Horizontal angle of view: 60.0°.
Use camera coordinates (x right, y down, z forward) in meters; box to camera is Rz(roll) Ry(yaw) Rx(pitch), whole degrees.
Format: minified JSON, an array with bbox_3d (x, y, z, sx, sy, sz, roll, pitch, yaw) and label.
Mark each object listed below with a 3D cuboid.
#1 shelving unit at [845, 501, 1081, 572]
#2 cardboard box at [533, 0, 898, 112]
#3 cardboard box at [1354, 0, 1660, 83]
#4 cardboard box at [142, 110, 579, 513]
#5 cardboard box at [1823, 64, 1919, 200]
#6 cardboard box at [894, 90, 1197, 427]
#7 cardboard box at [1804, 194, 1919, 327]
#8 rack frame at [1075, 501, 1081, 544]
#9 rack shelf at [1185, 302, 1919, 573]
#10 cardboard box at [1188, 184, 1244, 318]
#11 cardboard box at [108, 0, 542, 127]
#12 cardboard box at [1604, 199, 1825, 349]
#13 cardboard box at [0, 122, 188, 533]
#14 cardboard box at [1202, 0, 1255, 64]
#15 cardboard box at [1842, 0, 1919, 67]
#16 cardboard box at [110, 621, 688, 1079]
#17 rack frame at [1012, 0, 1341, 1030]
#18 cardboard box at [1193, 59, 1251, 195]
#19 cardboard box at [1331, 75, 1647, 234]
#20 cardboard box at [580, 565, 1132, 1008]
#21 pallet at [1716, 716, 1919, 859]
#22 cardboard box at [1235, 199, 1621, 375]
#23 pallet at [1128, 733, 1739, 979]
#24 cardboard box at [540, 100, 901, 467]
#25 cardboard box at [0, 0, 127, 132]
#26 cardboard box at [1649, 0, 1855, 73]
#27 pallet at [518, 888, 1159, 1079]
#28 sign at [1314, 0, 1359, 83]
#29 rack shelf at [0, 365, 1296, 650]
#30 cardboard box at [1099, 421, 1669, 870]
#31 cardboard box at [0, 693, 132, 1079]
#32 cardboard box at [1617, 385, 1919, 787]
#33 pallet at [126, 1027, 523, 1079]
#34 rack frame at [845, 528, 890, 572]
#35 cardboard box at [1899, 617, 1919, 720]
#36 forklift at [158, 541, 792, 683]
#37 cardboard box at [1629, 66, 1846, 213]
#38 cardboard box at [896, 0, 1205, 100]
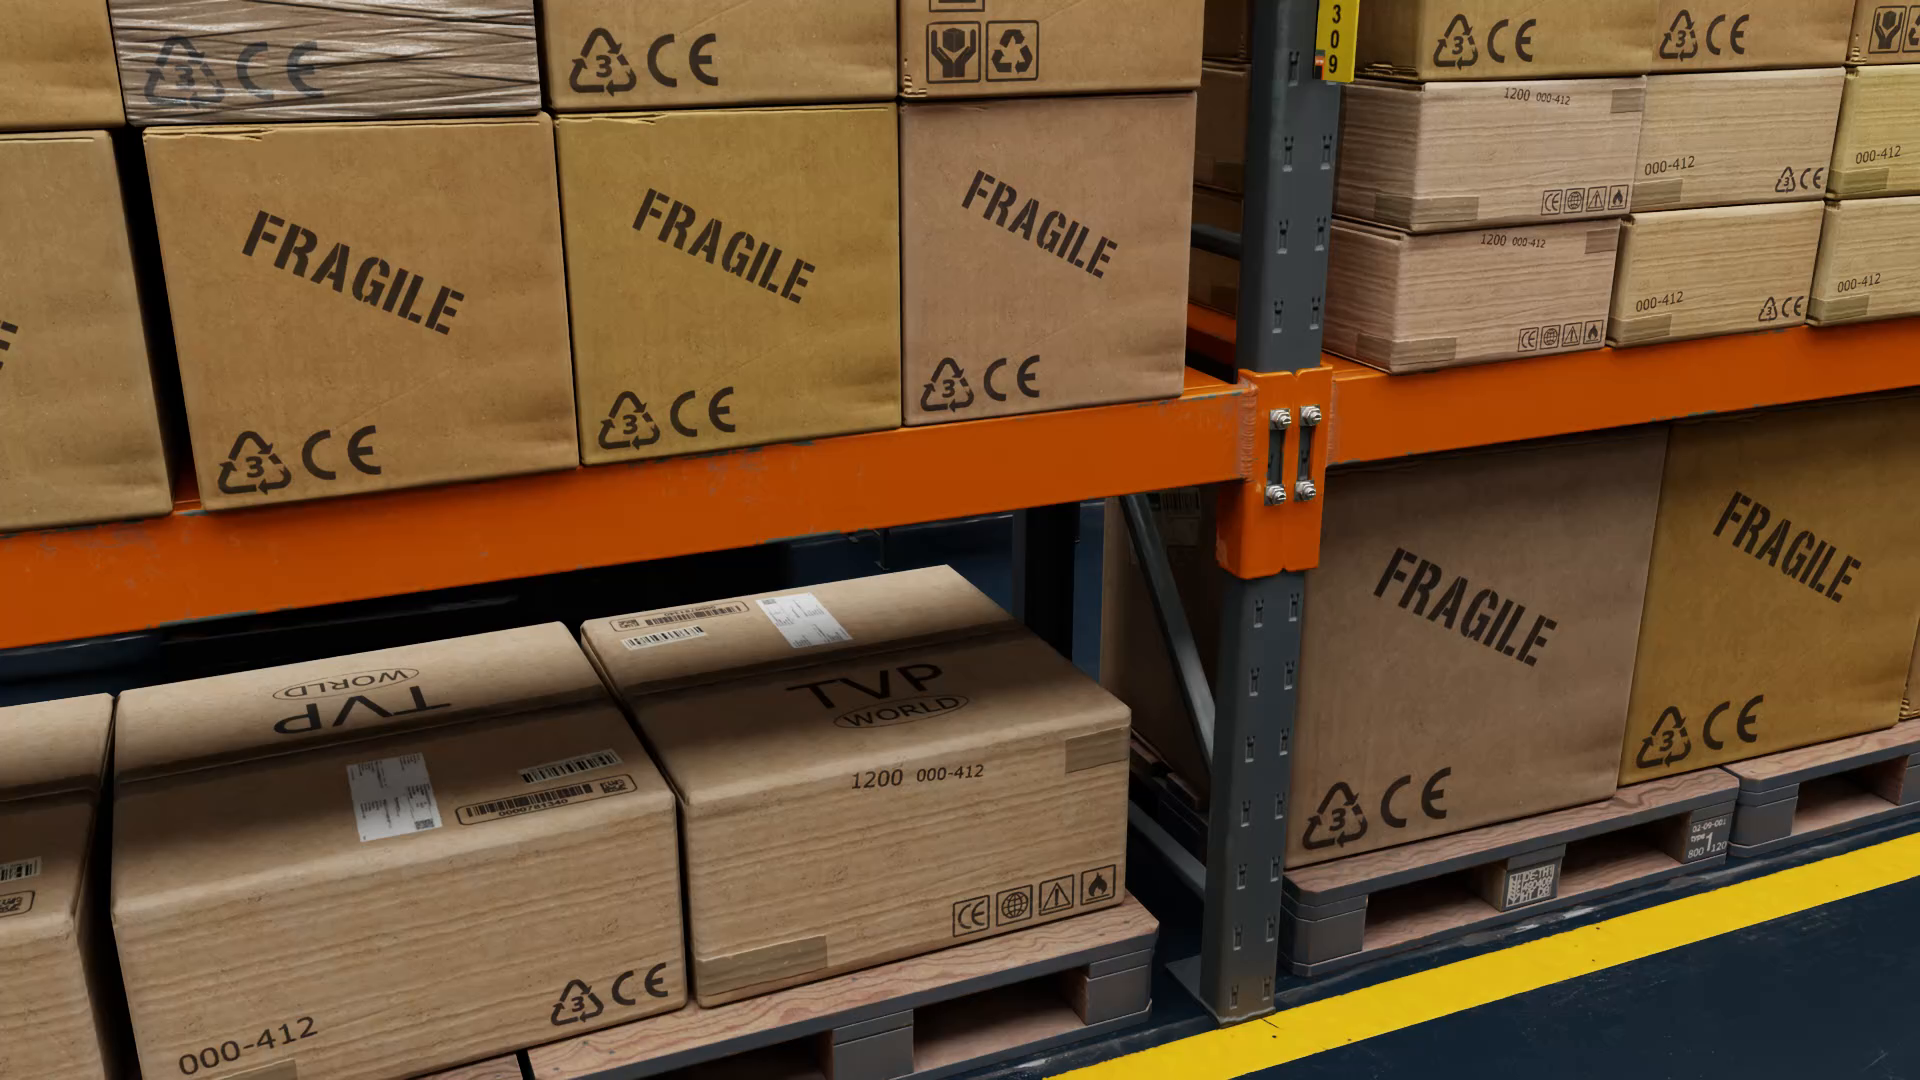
[{"bbox_3d":[0.006,-0.708,5.775,0.755,1.500,0.431,-8,21,-22],"label":"shelving unit"},{"bbox_3d":[-0.419,-0.918,2.457,0.500,0.500,0.500,-8,21,-23],"label":"cardboard box"},{"bbox_3d":[0.892,-1.099,2.970,0.500,0.500,0.500,-8,21,-21],"label":"cardboard box"},{"bbox_3d":[-0.876,-0.378,2.428,0.500,0.500,0.500,-8,21,-23],"label":"cardboard box"},{"bbox_3d":[1.832,-0.882,3.484,0.500,0.250,0.500,-8,21,-21],"label":"cardboard box"},{"bbox_3d":[0.050,-0.518,2.826,0.500,0.500,0.500,-8,21,-21],"label":"cardboard box"},{"bbox_3d":[1.834,-0.647,3.570,0.500,0.250,0.500,-8,21,-22],"label":"cardboard box"},{"bbox_3d":[0.342,-0.756,5.912,0.023,1.500,0.400,-8,21,-22],"label":"rack frame"},{"bbox_3d":[2.211,-0.534,4.104,4.000,0.370,1.077,-8,21,-22],"label":"rack shelf"},{"bbox_3d":[0.687,-0.675,3.648,0.500,0.250,0.500,-9,21,-23],"label":"cardboard box"},{"bbox_3d":[-0.882,-0.848,2.258,0.500,0.500,0.500,-8,21,-21],"label":"cardboard box"},{"bbox_3d":[1.358,-0.585,3.393,0.500,0.250,0.500,-9,21,-23],"label":"cardboard box"},{"bbox_3d":[-1.363,-0.314,2.246,0.500,0.500,0.500,-7,21,-20],"label":"cardboard box"},{"bbox_3d":[0.685,-1.264,3.439,0.500,0.500,0.500,-7,21,-20],"label":"cardboard box"},{"bbox_3d":[1.810,-1.239,3.369,0.500,0.500,0.500,-9,21,-23],"label":"cardboard box"},{"bbox_3d":[-1.066,0.569,3.116,0.875,0.438,0.875,-9,21,-24],"label":"cardboard box"},{"bbox_3d":[0.374,-0.610,3.237,0.127,3.000,1.000,-8,21,-22],"label":"rack frame"},{"bbox_3d":[0.683,-0.907,3.554,0.500,0.250,0.500,-8,21,-22],"label":"cardboard box"},{"bbox_3d":[0.890,-0.747,3.099,0.500,0.250,0.500,-9,21,-23],"label":"cardboard box"},{"bbox_3d":[-0.245,0.451,3.451,0.875,0.438,0.875,-8,21,-23],"label":"cardboard box"},{"bbox_3d":[2.175,0.419,4.513,1.213,0.211,1.003,-8,21,-22],"label":"pallet"},{"bbox_3d":[0.883,-0.516,3.198,0.500,0.250,0.500,-9,21,-23],"label":"cardboard box"},{"bbox_3d":[1.053,0.581,4.054,1.213,0.211,1.003,-8,21,-22],"label":"pallet"},{"bbox_3d":[-0.420,-0.449,2.629,0.500,0.500,0.500,-9,21,-23],"label":"cardboard box"},{"bbox_3d":[-1.346,-0.785,2.078,0.500,0.500,0.500,-8,21,-22],"label":"cardboard box"},{"bbox_3d":[1.349,-1.174,3.184,0.500,0.500,0.500,-8,21,-22],"label":"cardboard box"},{"bbox_3d":[-0.355,0.782,3.484,1.213,0.211,1.003,-8,21,-22],"label":"pallet"},{"bbox_3d":[0.596,-0.886,2.600,0.005,0.325,0.100,-8,21,-22],"label":"sign"},{"bbox_3d":[-1.462,-0.007,2.610,4.000,0.370,1.077,-8,21,-22],"label":"rack shelf"},{"bbox_3d":[0.912,0.088,3.821,0.875,0.875,0.875,-7,21,-20],"label":"cardboard box"},{"bbox_3d":[-1.895,0.687,2.781,0.875,0.438,0.875,-8,21,-20],"label":"cardboard box"},{"bbox_3d":[1.738,-0.033,4.166,0.875,0.875,0.875,-8,21,-20],"label":"cardboard box"},{"bbox_3d":[-1.477,0.944,3.025,1.213,0.211,1.003,-8,21,-22],"label":"pallet"},{"bbox_3d":[-0.330,-0.660,5.639,0.023,1.500,0.400,-8,21,-22],"label":"rack frame"},{"bbox_3d":[2.560,-0.150,4.499,0.875,0.875,0.875,-8,21,-21],"label":"cardboard box"},{"bbox_3d":[-2.121,-1.152,4.879,3.031,2.935,1.130,-7,20,-18],"label":"forklift"},{"bbox_3d":[1.358,-0.824,3.318,0.500,0.250,0.500,-8,21,-21],"label":"cardboard box"},{"bbox_3d":[0.051,-0.982,2.639,0.500,0.500,0.500,-8,21,-22],"label":"cardboard box"}]
